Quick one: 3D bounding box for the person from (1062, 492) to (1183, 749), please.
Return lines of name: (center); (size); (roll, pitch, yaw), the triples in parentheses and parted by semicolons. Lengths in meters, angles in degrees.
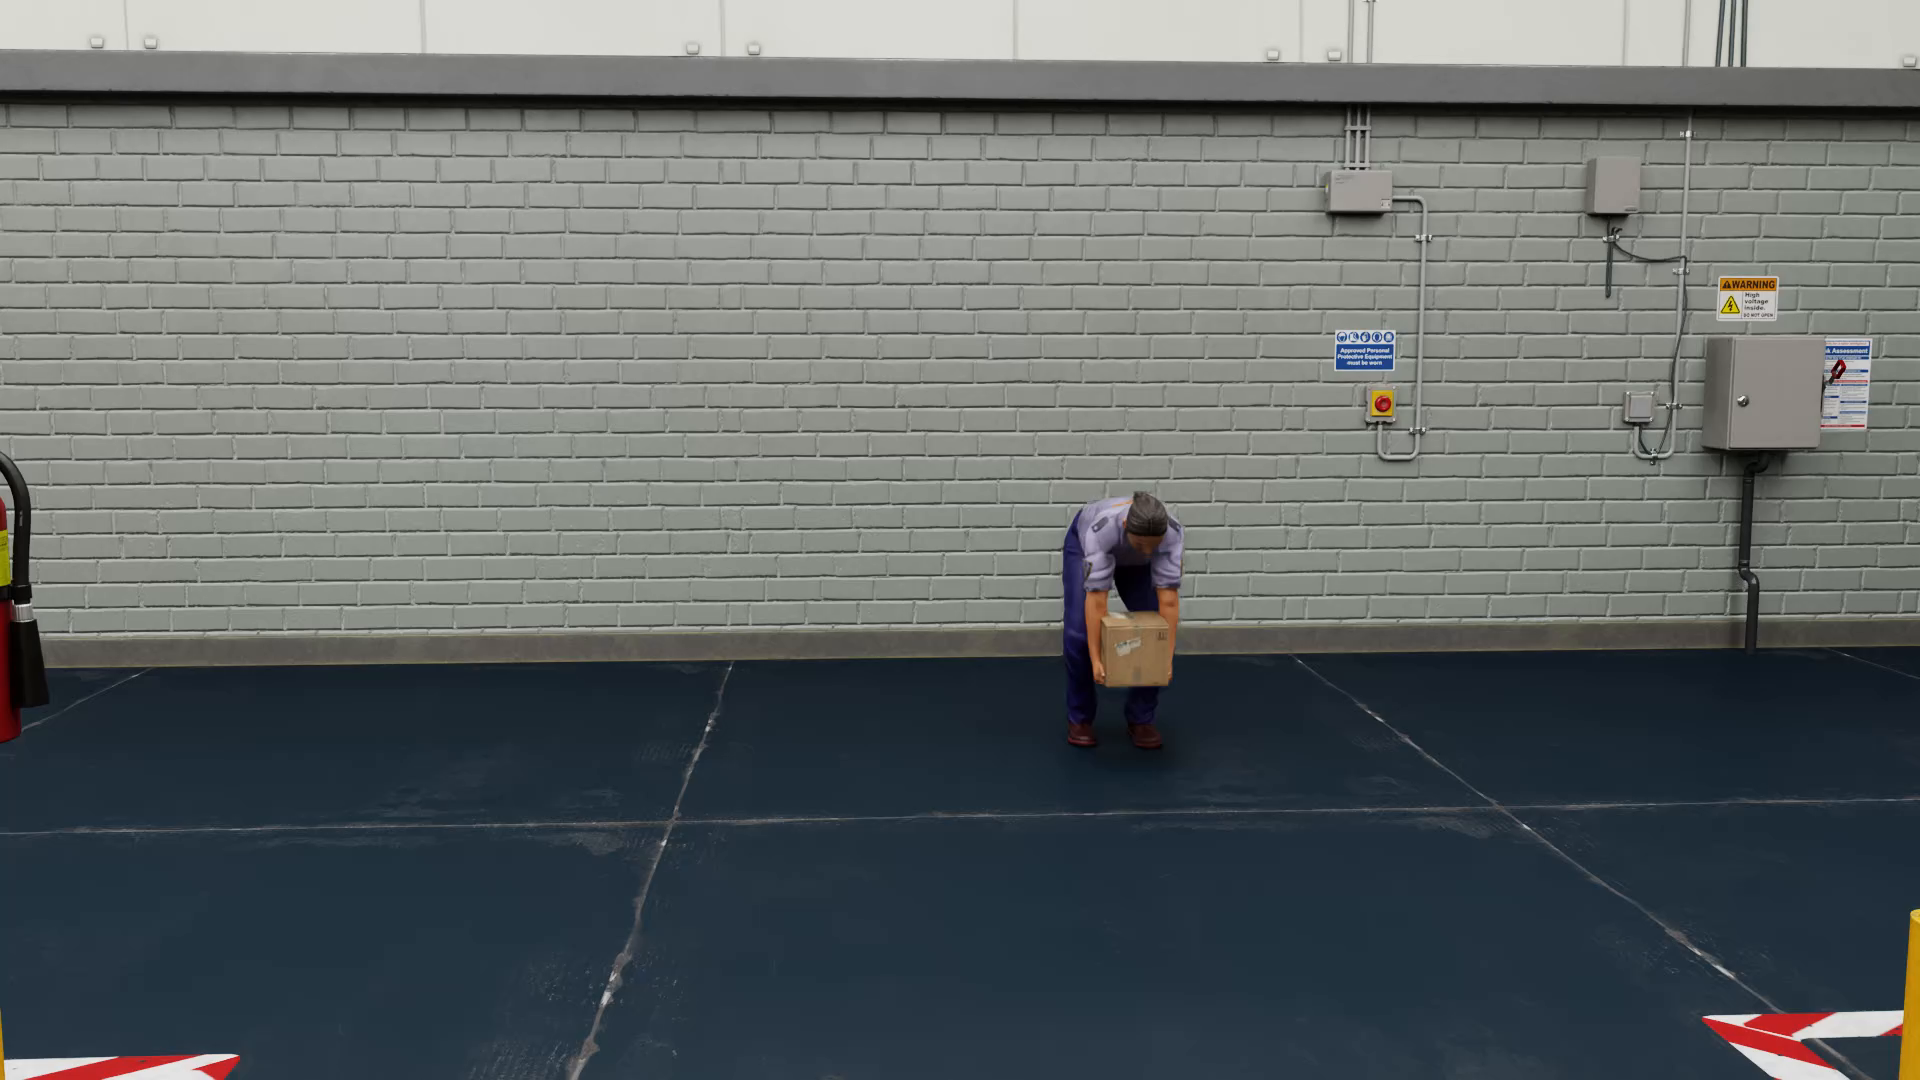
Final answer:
person: (0.672, 0.333, 6.854); (0.459, 1.105, 0.898); (-1, 7, -6)
